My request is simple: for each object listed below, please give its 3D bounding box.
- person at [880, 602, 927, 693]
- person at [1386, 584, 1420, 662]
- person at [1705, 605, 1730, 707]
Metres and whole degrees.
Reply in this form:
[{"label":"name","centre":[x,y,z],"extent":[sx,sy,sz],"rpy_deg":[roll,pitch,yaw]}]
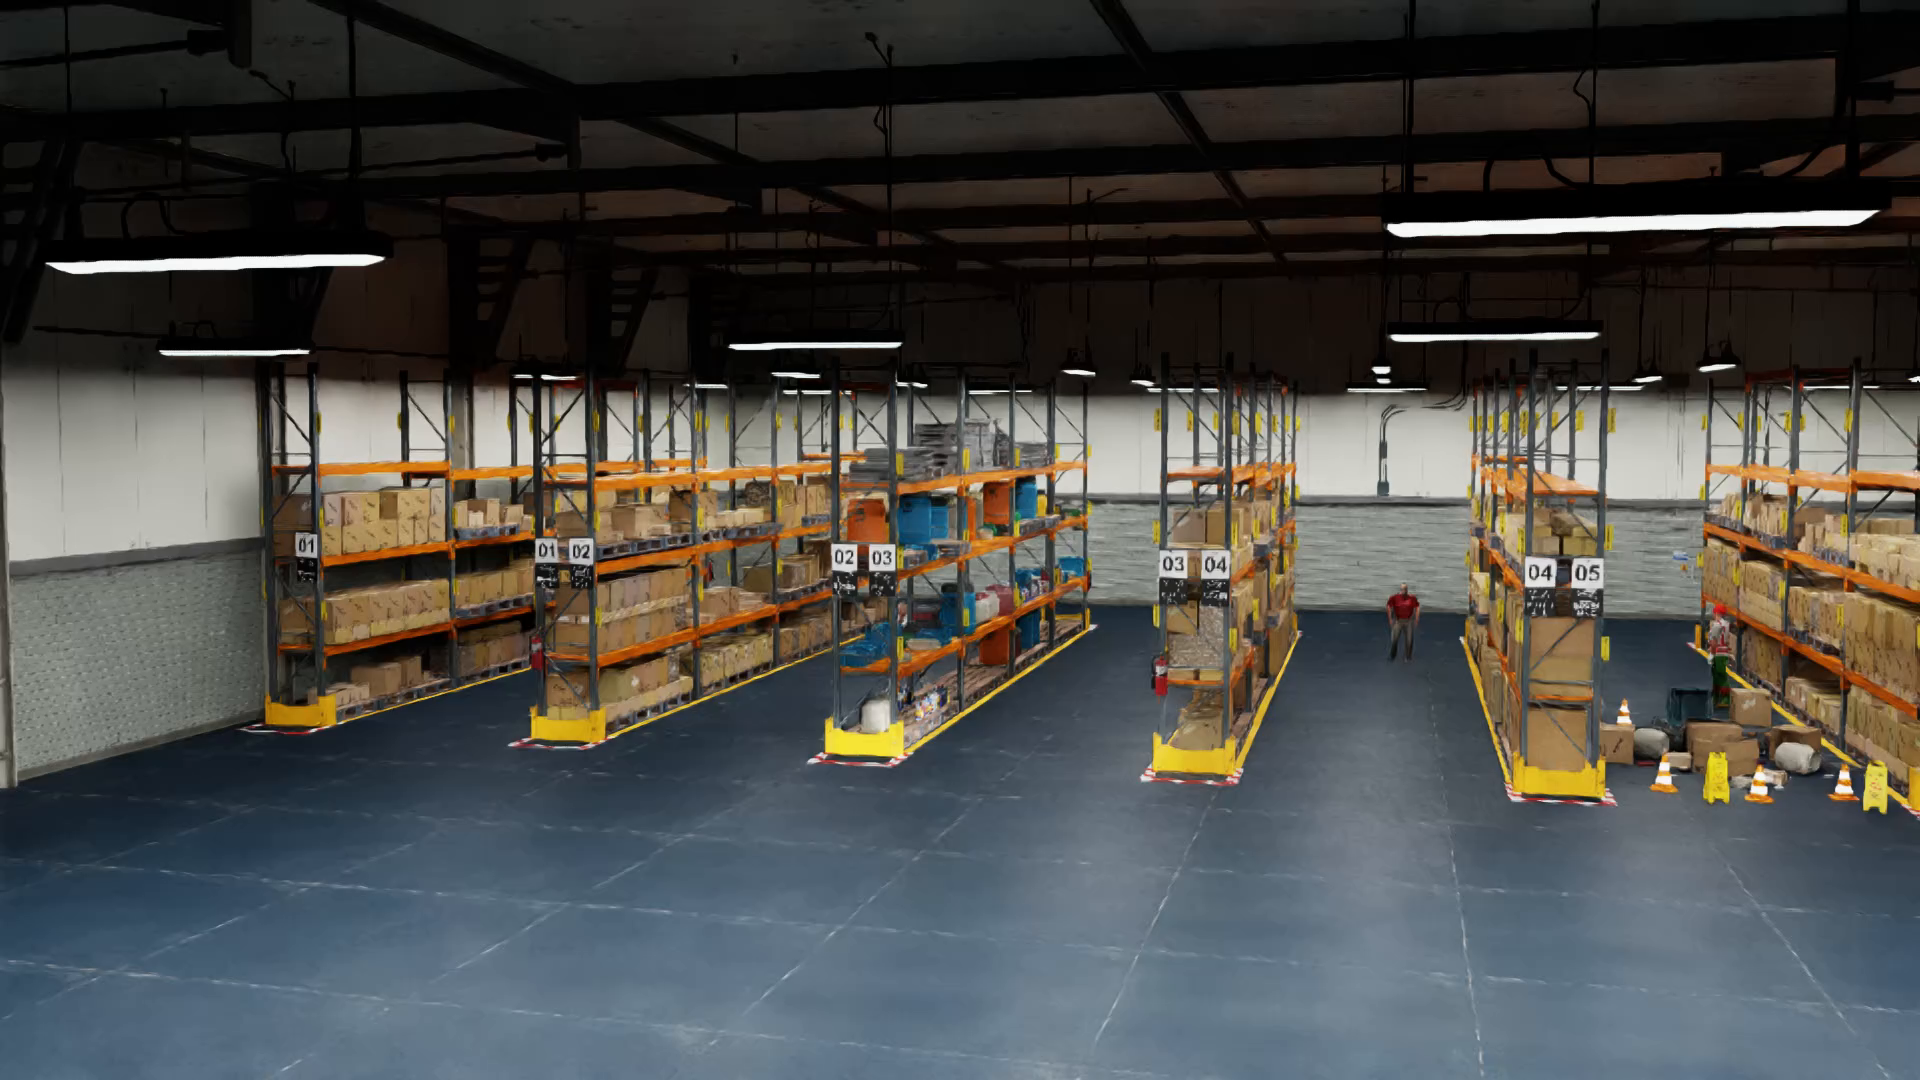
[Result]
[{"label":"person","centre":[-1.006,1.984,30.654],"extent":[0.636,1.718,1.047],"rpy_deg":[3,5,36]},{"label":"person","centre":[9.267,1.728,34.816],"extent":[0.687,1.663,0.566],"rpy_deg":[1,4,12]},{"label":"person","centre":[13.378,2.031,29.396],"extent":[0.592,1.786,0.641],"rpy_deg":[4,5,42]}]
